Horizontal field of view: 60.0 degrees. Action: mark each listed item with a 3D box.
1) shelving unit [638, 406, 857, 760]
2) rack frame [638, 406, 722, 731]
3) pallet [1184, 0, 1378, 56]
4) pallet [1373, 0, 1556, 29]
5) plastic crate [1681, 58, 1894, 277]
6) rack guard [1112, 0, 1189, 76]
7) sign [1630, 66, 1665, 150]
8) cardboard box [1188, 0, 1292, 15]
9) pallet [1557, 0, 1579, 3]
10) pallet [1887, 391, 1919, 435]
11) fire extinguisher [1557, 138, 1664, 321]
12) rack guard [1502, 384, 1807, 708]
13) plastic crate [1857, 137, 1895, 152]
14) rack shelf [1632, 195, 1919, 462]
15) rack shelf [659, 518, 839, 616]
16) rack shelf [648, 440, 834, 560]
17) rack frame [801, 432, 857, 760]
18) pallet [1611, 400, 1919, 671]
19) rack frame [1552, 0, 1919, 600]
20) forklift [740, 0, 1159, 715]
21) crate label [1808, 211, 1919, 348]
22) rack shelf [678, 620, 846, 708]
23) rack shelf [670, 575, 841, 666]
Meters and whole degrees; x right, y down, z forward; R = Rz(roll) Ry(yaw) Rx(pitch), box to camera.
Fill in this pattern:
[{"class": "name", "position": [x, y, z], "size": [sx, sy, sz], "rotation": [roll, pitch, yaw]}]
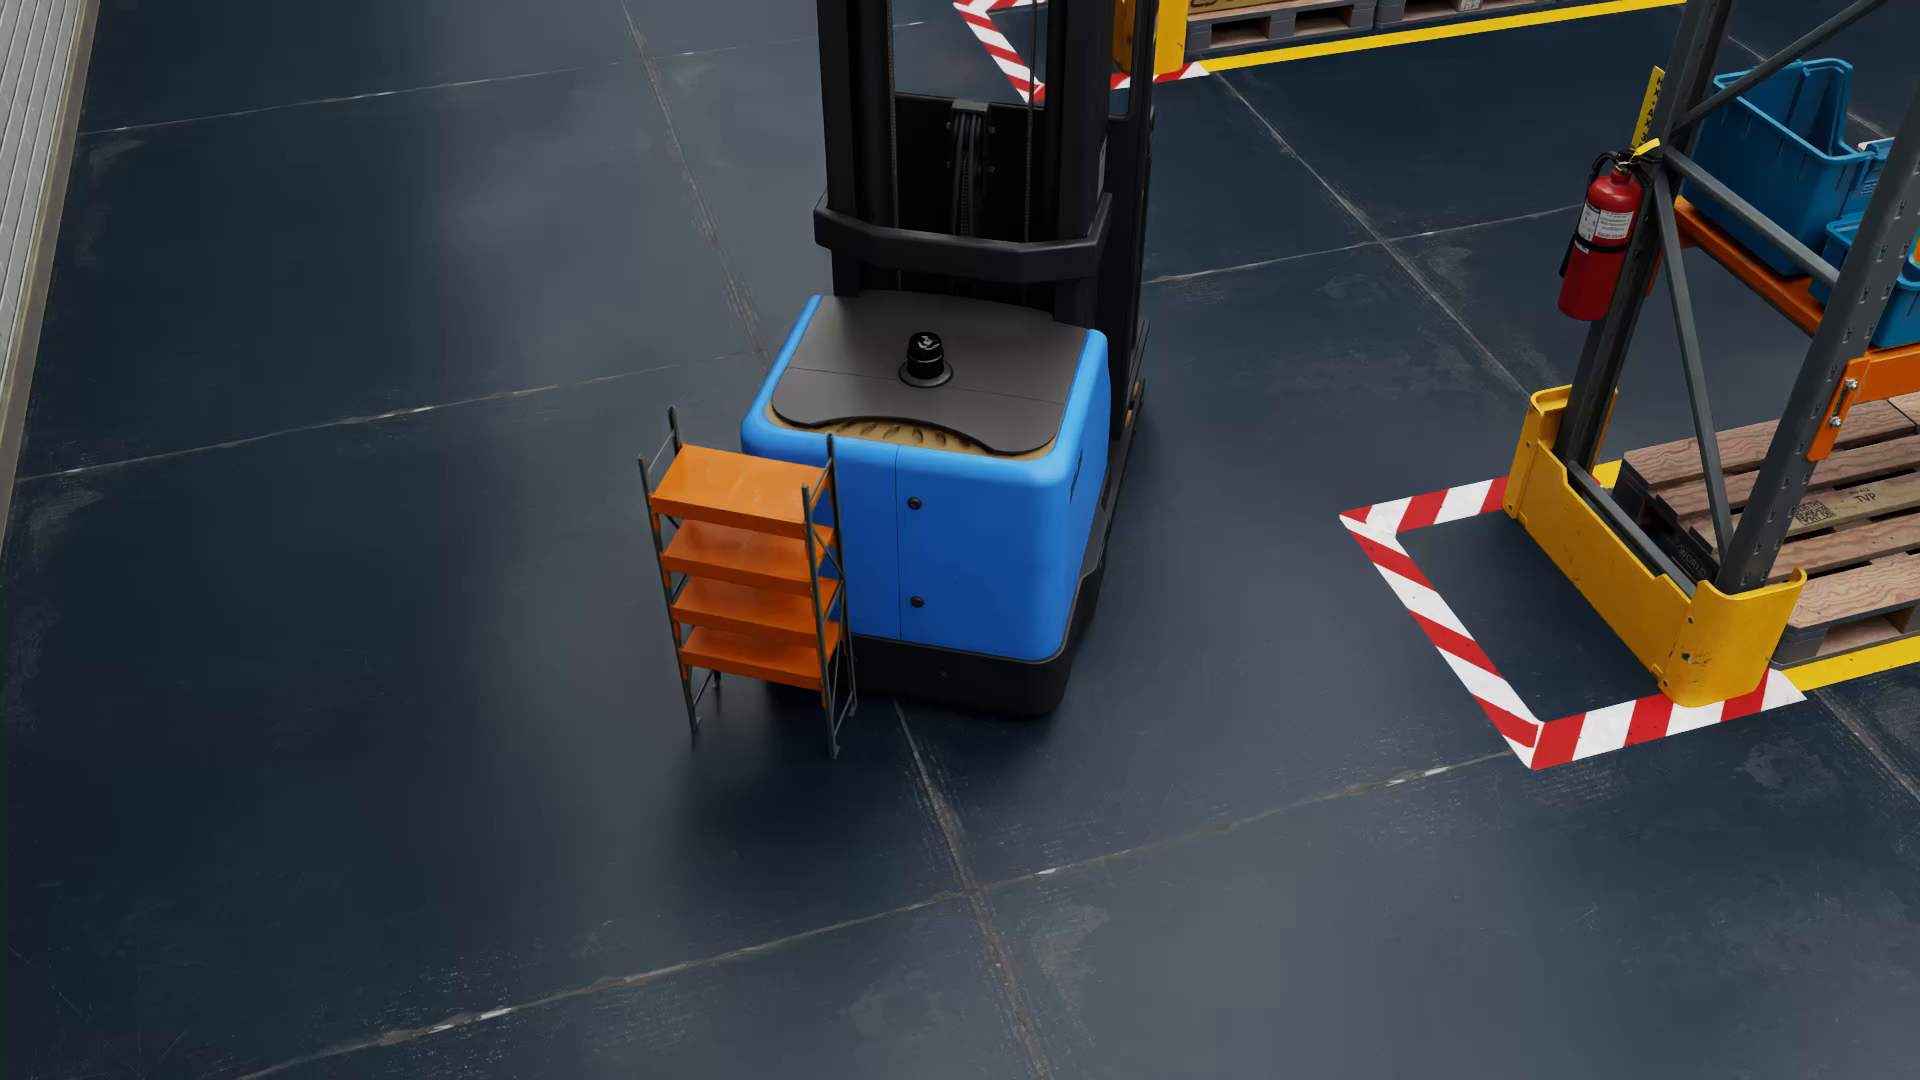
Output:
[{"class": "shelving unit", "position": [-0.628, 0.163, 5.142], "size": [0.503, 1.200, 0.258], "rotation": [10, 45, 11]}, {"class": "rack frame", "position": [-0.863, 0.120, 5.190], "size": [0.015, 1.200, 0.240], "rotation": [10, 45, 11]}, {"class": "pallet", "position": [1.679, -3.232, 9.789], "size": [1.213, 0.211, 1.003], "rotation": [-12, 42, -13]}, {"class": "pallet", "position": [2.841, -3.471, 10.062], "size": [1.213, 0.211, 1.003], "rotation": [-12, 42, -13]}, {"class": "plastic crate", "position": [2.691, -1.186, 5.255], "size": [0.499, 0.435, 0.616], "rotation": [-12, 42, -13]}, {"class": "rack guard", "position": [0.917, -3.129, 9.452], "size": [0.348, 0.500, 1.175], "rotation": [-12, 42, -13]}, {"class": "sign", "position": [2.247, -1.370, 5.415], "size": [0.005, 0.325, 0.100], "rotation": [-12, 42, -13]}, {"class": "cardboard box", "position": [1.527, -3.610, 9.398], "size": [0.875, 0.875, 0.875], "rotation": [-12, 42, -13]}, {"class": "pallet", "position": [4.007, -3.714, 10.341], "size": [1.213, 0.211, 1.003], "rotation": [-12, 42, -13]}, {"class": "pallet", "position": [4.388, -0.294, 6.426], "size": [1.213, 0.211, 1.003], "rotation": [-12, 42, -13]}, {"class": "fire extinguisher", "position": [2.148, -1.053, 5.517], "size": [0.183, 0.674, 0.296], "rotation": [-12, 42, -13]}, {"class": "rack guard", "position": [2.409, -0.013, 5.885], "size": [0.348, 0.500, 1.175], "rotation": [-12, 42, -13]}, {"class": "plastic crate", "position": [3.151, -1.165, 5.459], "size": [0.243, 0.136, 0.396], "rotation": [-12, 42, -13]}, {"class": "rack shelf", "position": [4.336, -1.091, 5.766], "size": [4.000, 0.370, 1.077], "rotation": [-12, 42, -13]}, {"class": "rack shelf", "position": [-0.630, 0.050, 5.033], "size": [0.480, 0.148, 0.258], "rotation": [10, 45, 11]}, {"class": "rack shelf", "position": [-0.633, -0.120, 4.868], "size": [0.480, 0.148, 0.258], "rotation": [10, 45, 11]}, {"class": "rack frame", "position": [-0.392, 0.205, 5.093], "size": [0.015, 1.200, 0.240], "rotation": [10, 45, 11]}, {"class": "pallet", "position": [3.226, -0.056, 6.153], "size": [1.213, 0.211, 1.003], "rotation": [-12, 42, -13]}, {"class": "rack frame", "position": [2.428, -0.967, 5.077], "size": [0.127, 3.000, 1.000], "rotation": [-12, 42, -13]}, {"class": "forklift", "position": [0.138, -1.507, 5.747], "size": [1.130, 2.935, 3.031], "rotation": [8, 42, 9]}, {"class": "crate label", "position": [2.762, -0.769, 4.932], "size": [0.303, 0.233, 0.416], "rotation": [-12, 42, -13]}, {"class": "rack shelf", "position": [-0.624, 0.354, 5.327], "size": [0.480, 0.148, 0.258], "rotation": [10, 45, 11]}, {"class": "rack shelf", "position": [-0.627, 0.211, 5.188], "size": [0.480, 0.148, 0.258], "rotation": [10, 45, 11]}]
